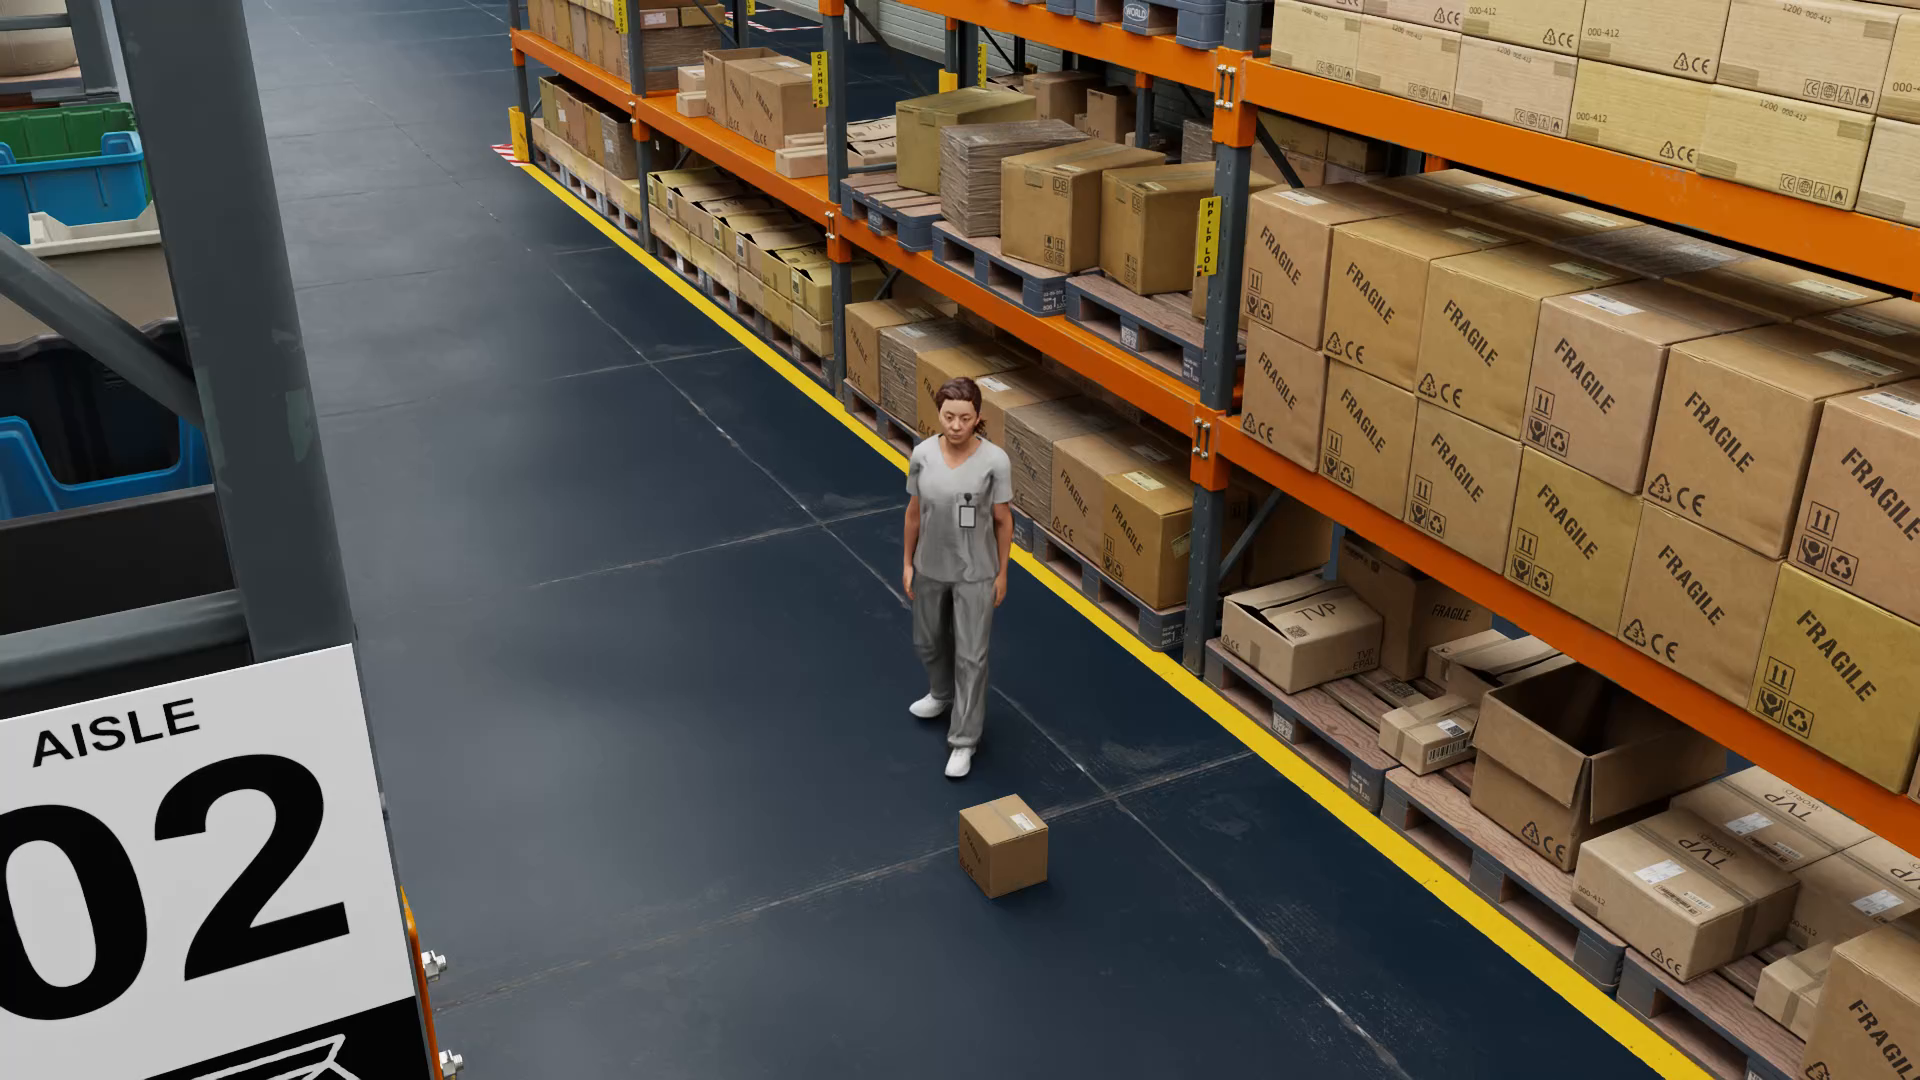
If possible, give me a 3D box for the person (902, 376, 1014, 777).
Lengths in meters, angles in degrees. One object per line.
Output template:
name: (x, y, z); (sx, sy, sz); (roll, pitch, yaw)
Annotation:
person: (-0.024, 0.116, 6.858); (0.482, 1.671, 0.627); (8, 27, 16)
